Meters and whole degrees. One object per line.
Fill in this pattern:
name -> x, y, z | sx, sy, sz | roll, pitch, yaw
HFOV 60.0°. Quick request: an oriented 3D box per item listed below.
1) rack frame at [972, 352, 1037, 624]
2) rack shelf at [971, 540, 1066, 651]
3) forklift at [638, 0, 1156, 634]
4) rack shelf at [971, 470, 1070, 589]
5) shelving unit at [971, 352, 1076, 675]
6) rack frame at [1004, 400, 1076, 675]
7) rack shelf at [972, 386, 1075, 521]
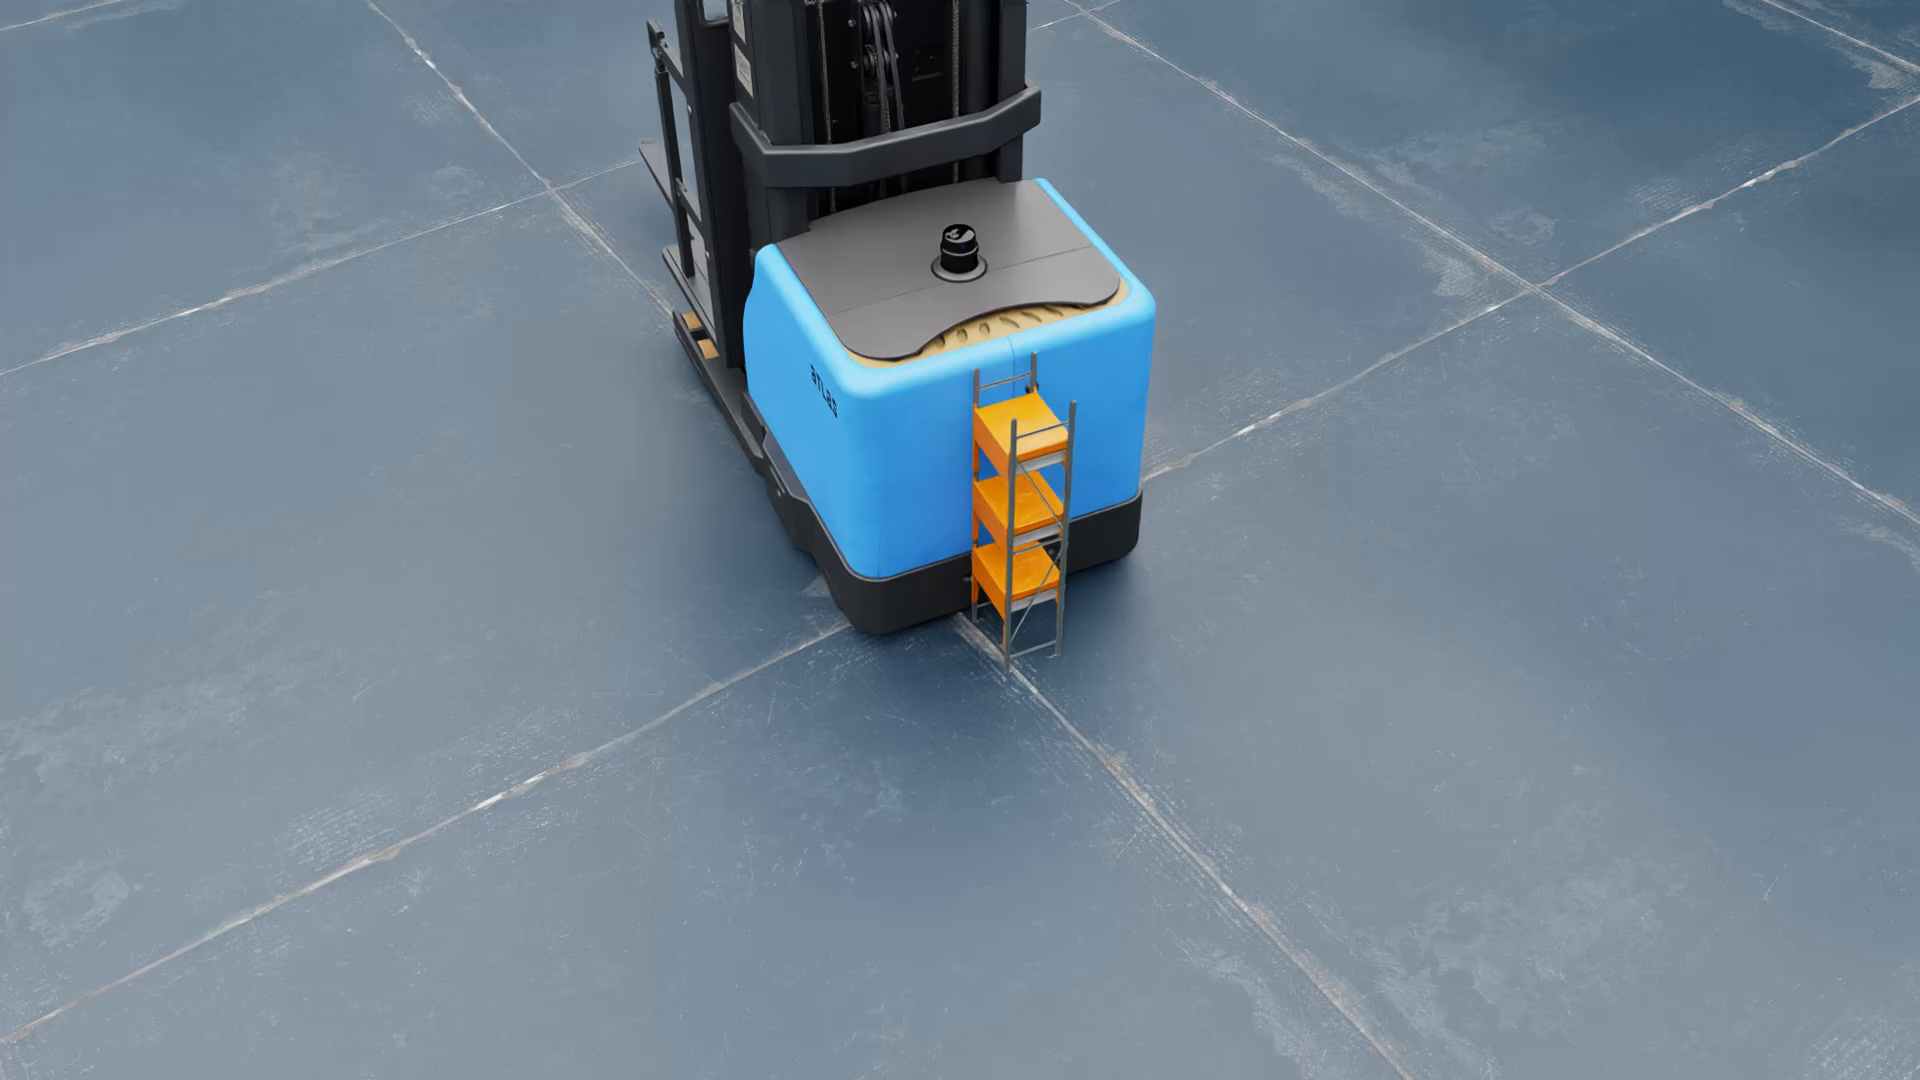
rack frame -> 0.131, -0.134, 5.130 | 0.200, 1.050, 0.008 | -18, 46, -17
rack shelf -> 0.181, 0.152, 5.249 | 0.215, 0.259, 0.240 | -18, 46, -17
forklift -> -0.466, -1.784, 5.496 | 1.130, 2.935, 3.031 | -18, 46, -17
rack shelf -> 0.181, -0.049, 5.057 | 0.215, 0.259, 0.240 | -18, 46, -17
shelving unit -> 0.181, -0.057, 5.049 | 0.215, 1.050, 0.252 | -18, 46, -17
rack frame -> 0.232, 0.020, 4.969 | 0.200, 1.050, 0.008 | -18, 46, -17
rack shelf -> 0.181, -0.254, 4.861 | 0.215, 0.259, 0.240 | -18, 46, -17
